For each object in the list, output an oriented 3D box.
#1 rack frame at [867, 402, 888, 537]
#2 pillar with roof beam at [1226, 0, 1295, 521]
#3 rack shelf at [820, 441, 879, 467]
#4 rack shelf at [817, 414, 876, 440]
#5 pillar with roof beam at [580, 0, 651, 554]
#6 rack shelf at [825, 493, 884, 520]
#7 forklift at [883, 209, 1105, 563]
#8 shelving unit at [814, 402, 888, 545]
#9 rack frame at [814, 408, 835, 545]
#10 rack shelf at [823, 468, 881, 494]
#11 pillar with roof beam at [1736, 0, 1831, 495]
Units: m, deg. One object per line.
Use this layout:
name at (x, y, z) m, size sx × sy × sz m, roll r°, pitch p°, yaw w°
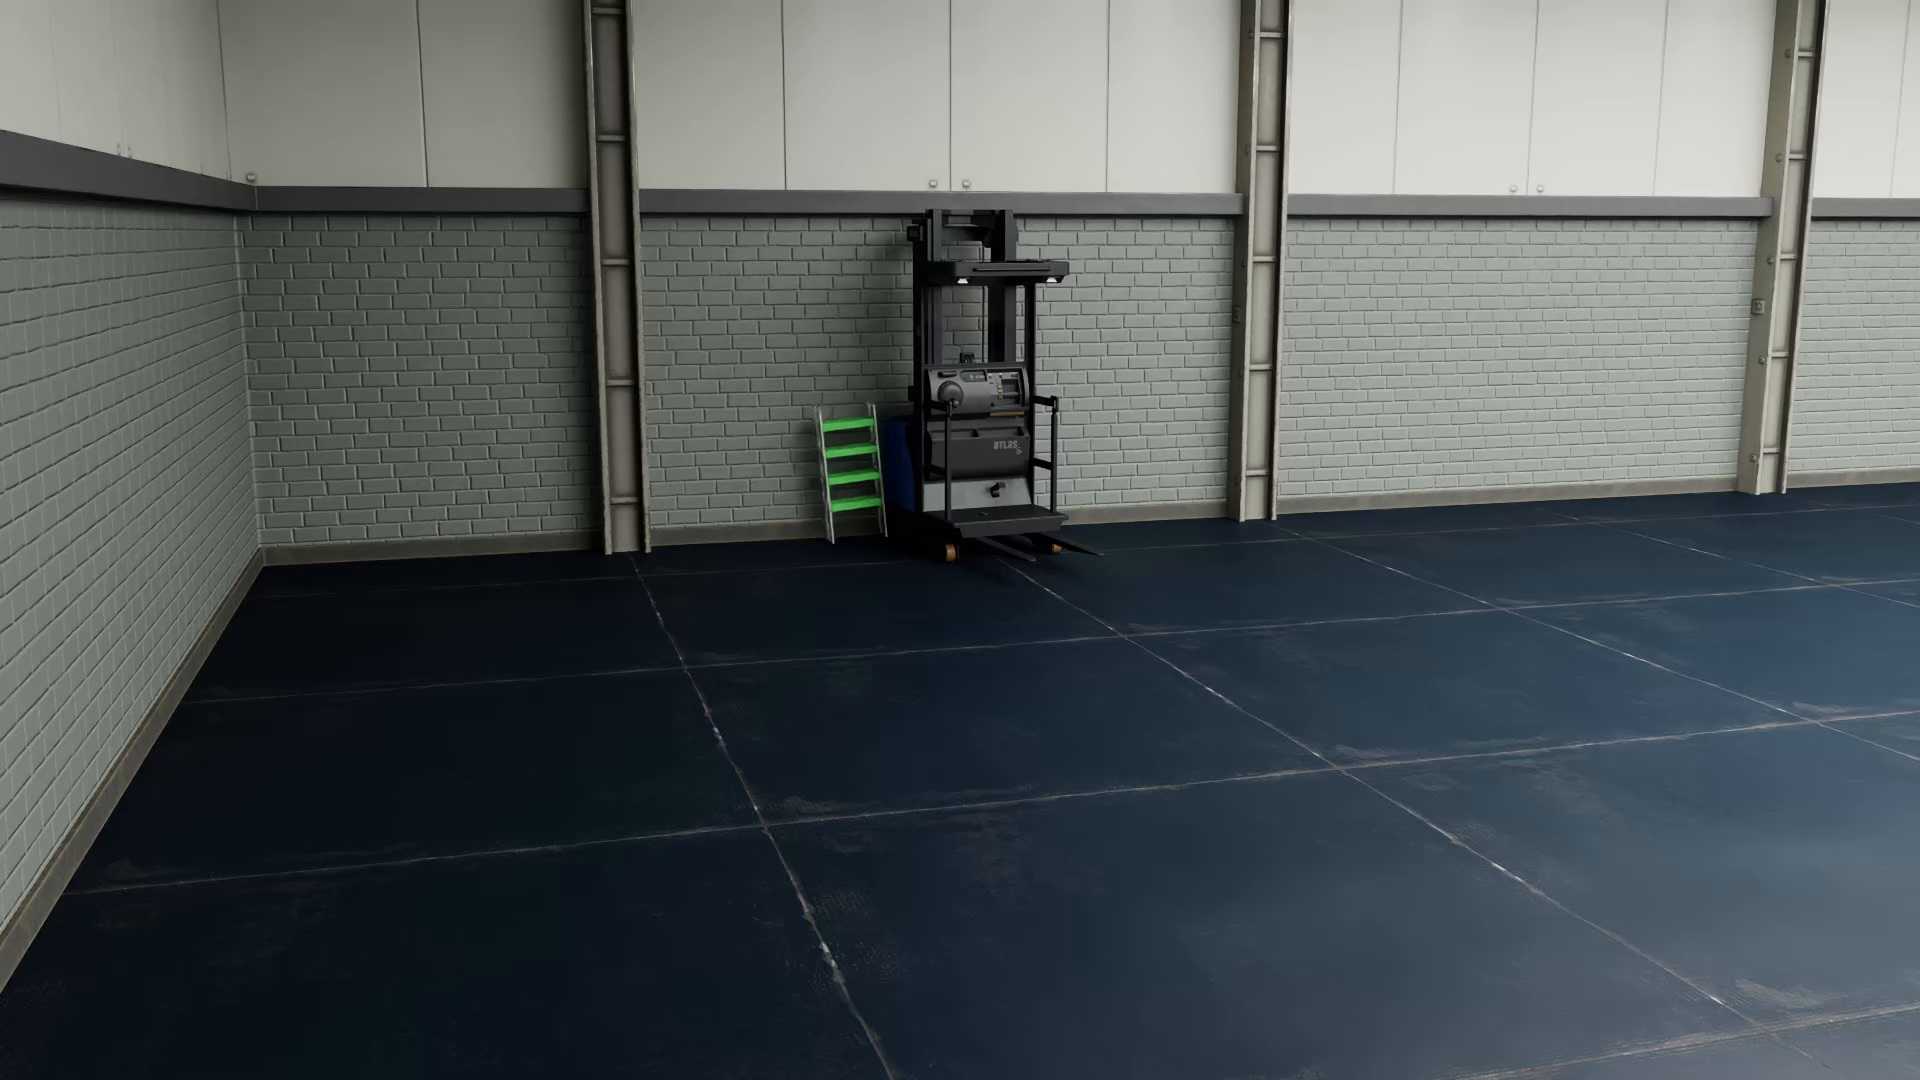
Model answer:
rack frame at (-0.742, -0.631, 14.921) m, size 0.015 × 1.200 × 0.240 m, roll -8°, pitch 12°, yaw -15°
pillar with roof beam at (4.042, -3.893, 11.338) m, size 0.400 × 9.000 × 9.100 m, roll -3°, pitch 11°, yaw -16°
rack shelf at (-0.990, -0.769, 14.822) m, size 0.480 × 0.148 × 0.258 m, roll -8°, pitch 12°, yaw -15°
rack shelf at (-1.011, -1.003, 14.773) m, size 0.480 × 0.148 × 0.258 m, roll -8°, pitch 12°, yaw -15°
pillar with roof beam at (-1.719, -3.589, 9.689) m, size 0.400 × 9.000 × 9.100 m, roll -3°, pitch 11°, yaw -16°
rack shelf at (-0.949, -0.301, 14.919) m, size 0.480 × 0.148 × 0.258 m, roll -8°, pitch 12°, yaw -15°
forklift at (0.247, -1.337, 14.215) m, size 1.130 × 2.935 × 3.031 m, roll -4°, pitch 11°, yaw -23°
shelving unit at (-0.975, -0.598, 14.858) m, size 0.503 × 1.200 × 0.258 m, roll -8°, pitch 12°, yaw -15°
rack frame at (-1.208, -0.564, 14.794) m, size 0.015 × 1.200 × 0.240 m, roll -8°, pitch 12°, yaw -15°
rack shelf at (-0.970, -0.535, 14.871) m, size 0.480 × 0.148 × 0.258 m, roll -8°, pitch 12°, yaw -15°
pillar with roof beam at (9.803, -4.197, 12.988) m, size 0.400 × 9.000 × 9.100 m, roll -3°, pitch 11°, yaw -16°
